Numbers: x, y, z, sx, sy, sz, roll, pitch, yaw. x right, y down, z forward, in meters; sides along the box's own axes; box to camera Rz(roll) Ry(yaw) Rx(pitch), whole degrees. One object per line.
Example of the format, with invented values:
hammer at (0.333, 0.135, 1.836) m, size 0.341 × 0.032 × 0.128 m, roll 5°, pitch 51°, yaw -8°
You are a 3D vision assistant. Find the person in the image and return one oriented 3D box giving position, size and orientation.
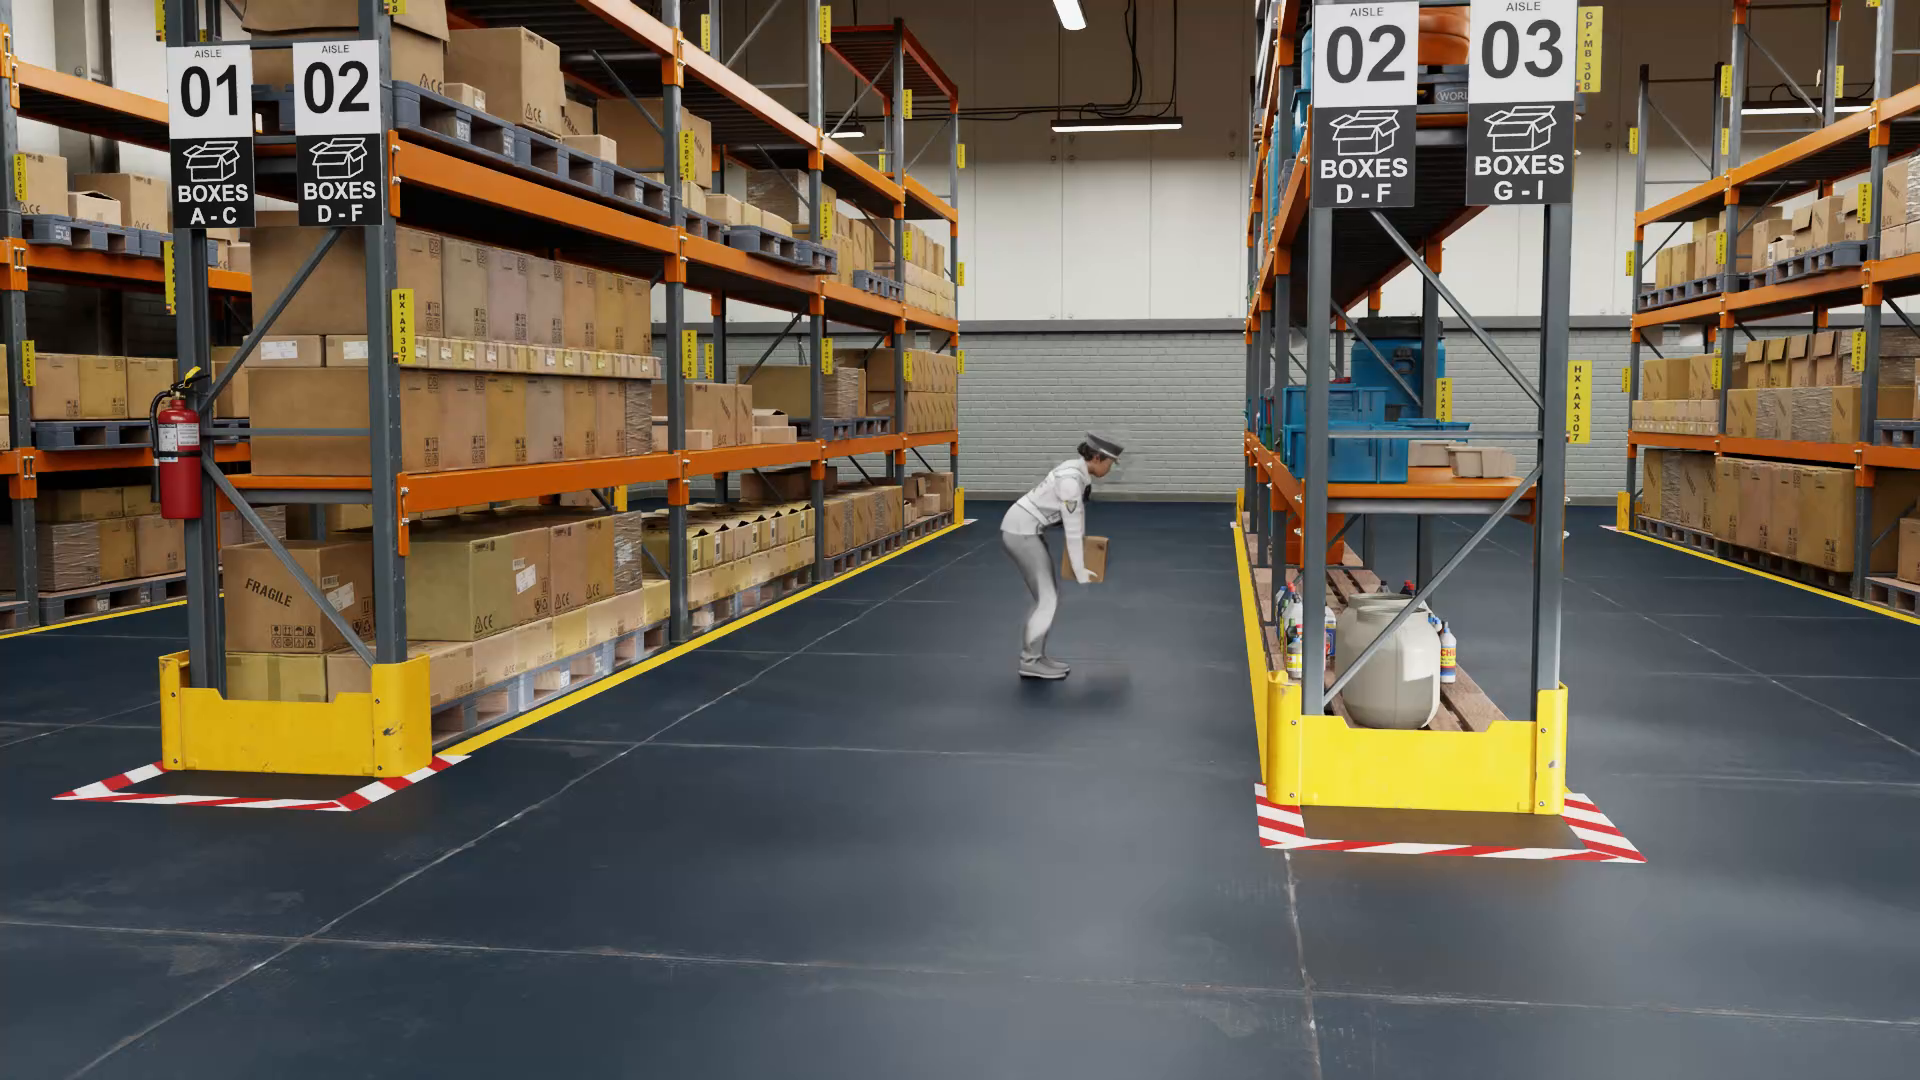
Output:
person at (0.619, 0.084, 10.023) m, size 0.757 × 1.484 × 0.405 m, roll 1°, pitch 5°, yaw 7°
